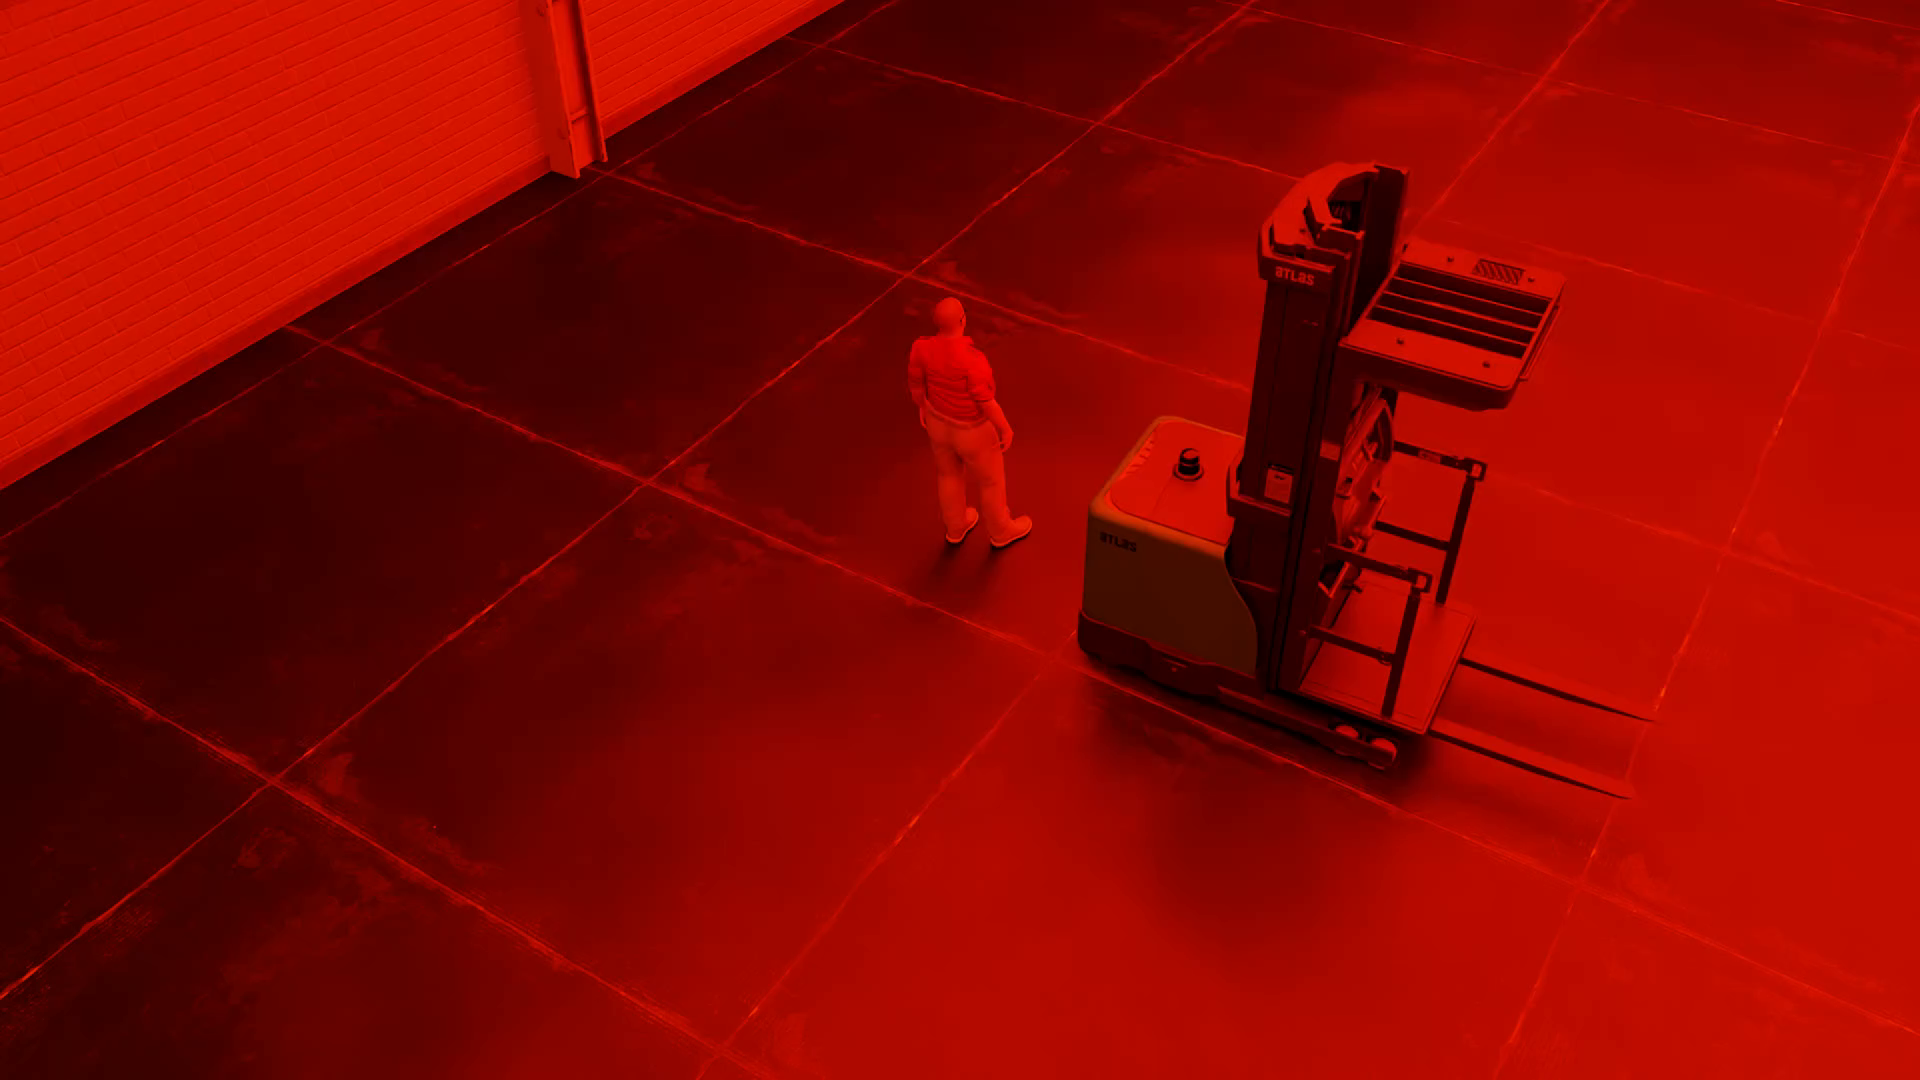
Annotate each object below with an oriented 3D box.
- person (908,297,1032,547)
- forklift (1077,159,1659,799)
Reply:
[{"bbox_3d":[0.058,-0.711,9.723,0.641,1.727,0.550,22,45,24],"label":"person"},{"bbox_3d":[2.211,-0.303,8.324,3.031,2.935,1.130,19,44,21],"label":"forklift"}]
